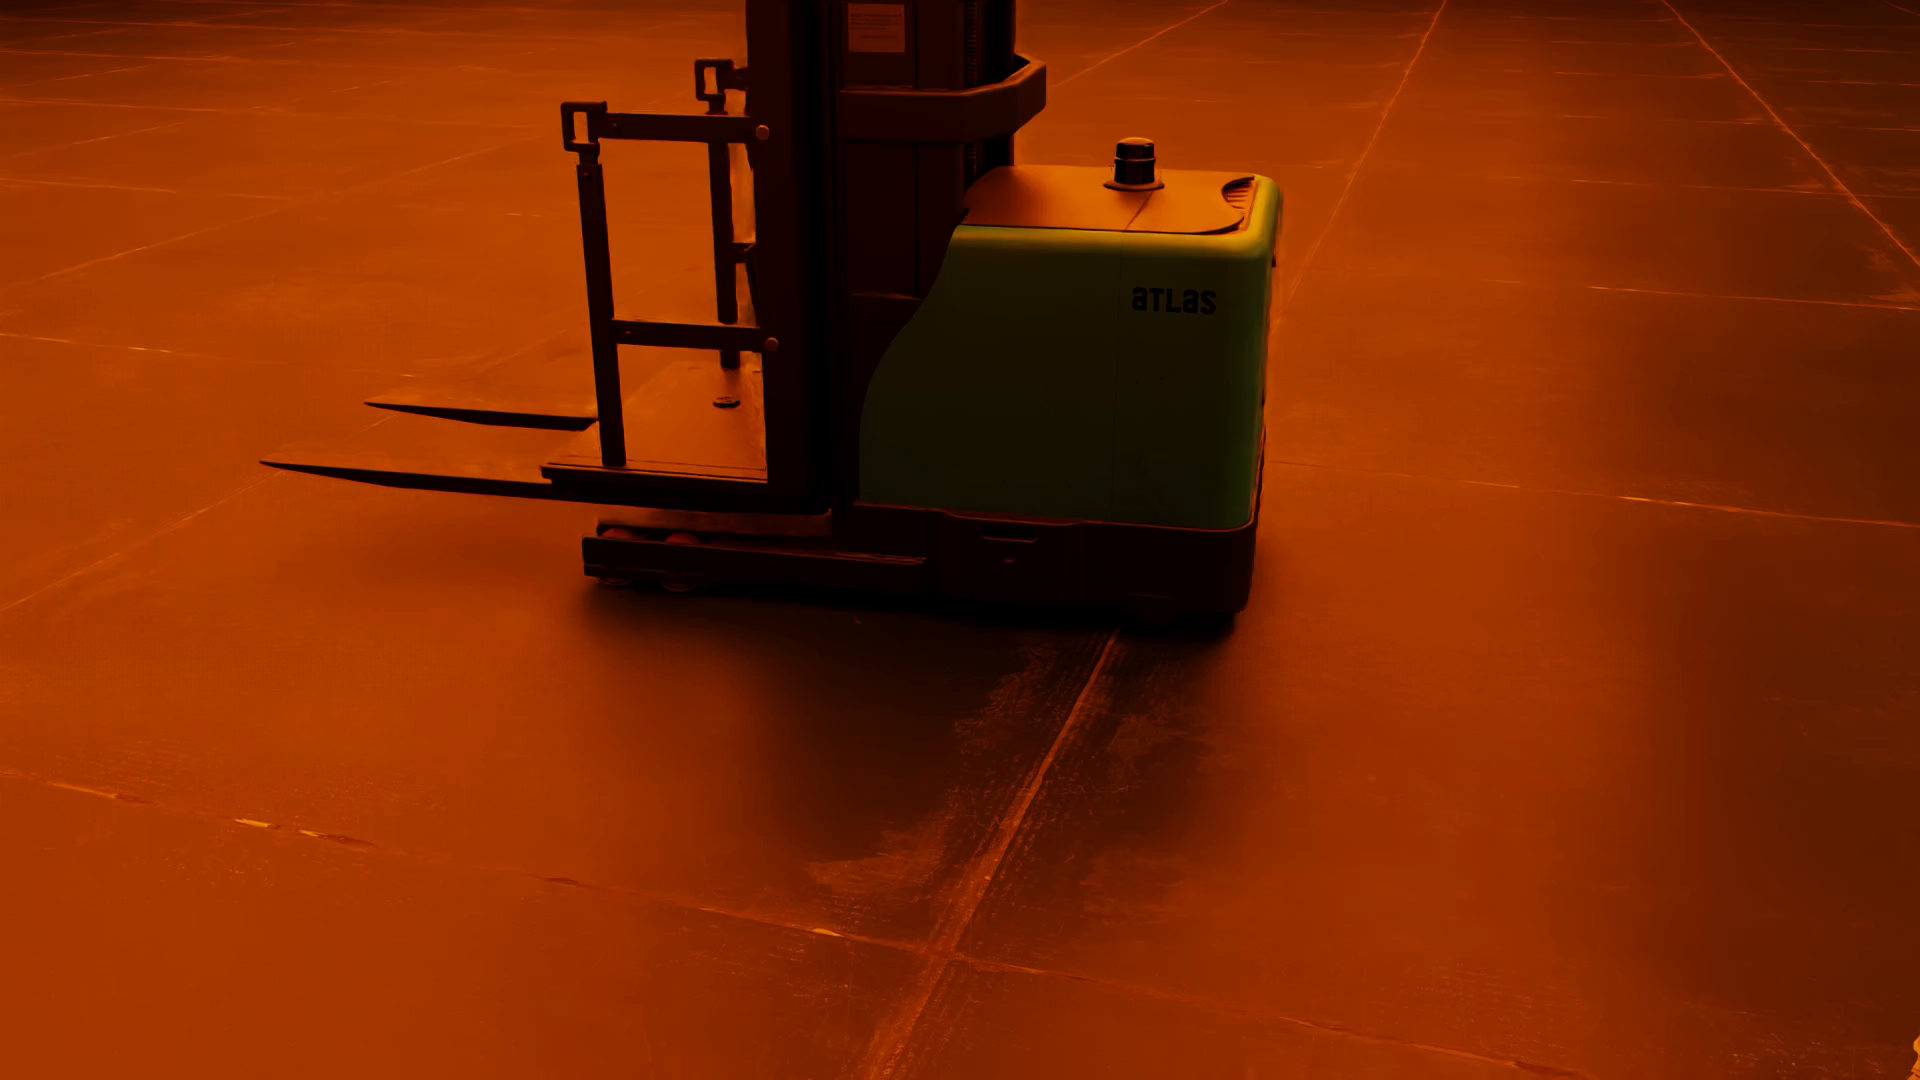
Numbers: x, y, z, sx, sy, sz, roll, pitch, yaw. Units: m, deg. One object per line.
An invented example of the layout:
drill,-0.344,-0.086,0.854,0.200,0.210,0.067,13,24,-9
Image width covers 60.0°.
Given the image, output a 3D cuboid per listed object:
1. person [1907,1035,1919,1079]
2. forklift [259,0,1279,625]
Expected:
person,1.679,0.241,2.327,0.339,1.692,0.463,-19,29,-38
forklift,-0.613,-1.397,4.664,3.031,2.935,1.130,5,23,11
